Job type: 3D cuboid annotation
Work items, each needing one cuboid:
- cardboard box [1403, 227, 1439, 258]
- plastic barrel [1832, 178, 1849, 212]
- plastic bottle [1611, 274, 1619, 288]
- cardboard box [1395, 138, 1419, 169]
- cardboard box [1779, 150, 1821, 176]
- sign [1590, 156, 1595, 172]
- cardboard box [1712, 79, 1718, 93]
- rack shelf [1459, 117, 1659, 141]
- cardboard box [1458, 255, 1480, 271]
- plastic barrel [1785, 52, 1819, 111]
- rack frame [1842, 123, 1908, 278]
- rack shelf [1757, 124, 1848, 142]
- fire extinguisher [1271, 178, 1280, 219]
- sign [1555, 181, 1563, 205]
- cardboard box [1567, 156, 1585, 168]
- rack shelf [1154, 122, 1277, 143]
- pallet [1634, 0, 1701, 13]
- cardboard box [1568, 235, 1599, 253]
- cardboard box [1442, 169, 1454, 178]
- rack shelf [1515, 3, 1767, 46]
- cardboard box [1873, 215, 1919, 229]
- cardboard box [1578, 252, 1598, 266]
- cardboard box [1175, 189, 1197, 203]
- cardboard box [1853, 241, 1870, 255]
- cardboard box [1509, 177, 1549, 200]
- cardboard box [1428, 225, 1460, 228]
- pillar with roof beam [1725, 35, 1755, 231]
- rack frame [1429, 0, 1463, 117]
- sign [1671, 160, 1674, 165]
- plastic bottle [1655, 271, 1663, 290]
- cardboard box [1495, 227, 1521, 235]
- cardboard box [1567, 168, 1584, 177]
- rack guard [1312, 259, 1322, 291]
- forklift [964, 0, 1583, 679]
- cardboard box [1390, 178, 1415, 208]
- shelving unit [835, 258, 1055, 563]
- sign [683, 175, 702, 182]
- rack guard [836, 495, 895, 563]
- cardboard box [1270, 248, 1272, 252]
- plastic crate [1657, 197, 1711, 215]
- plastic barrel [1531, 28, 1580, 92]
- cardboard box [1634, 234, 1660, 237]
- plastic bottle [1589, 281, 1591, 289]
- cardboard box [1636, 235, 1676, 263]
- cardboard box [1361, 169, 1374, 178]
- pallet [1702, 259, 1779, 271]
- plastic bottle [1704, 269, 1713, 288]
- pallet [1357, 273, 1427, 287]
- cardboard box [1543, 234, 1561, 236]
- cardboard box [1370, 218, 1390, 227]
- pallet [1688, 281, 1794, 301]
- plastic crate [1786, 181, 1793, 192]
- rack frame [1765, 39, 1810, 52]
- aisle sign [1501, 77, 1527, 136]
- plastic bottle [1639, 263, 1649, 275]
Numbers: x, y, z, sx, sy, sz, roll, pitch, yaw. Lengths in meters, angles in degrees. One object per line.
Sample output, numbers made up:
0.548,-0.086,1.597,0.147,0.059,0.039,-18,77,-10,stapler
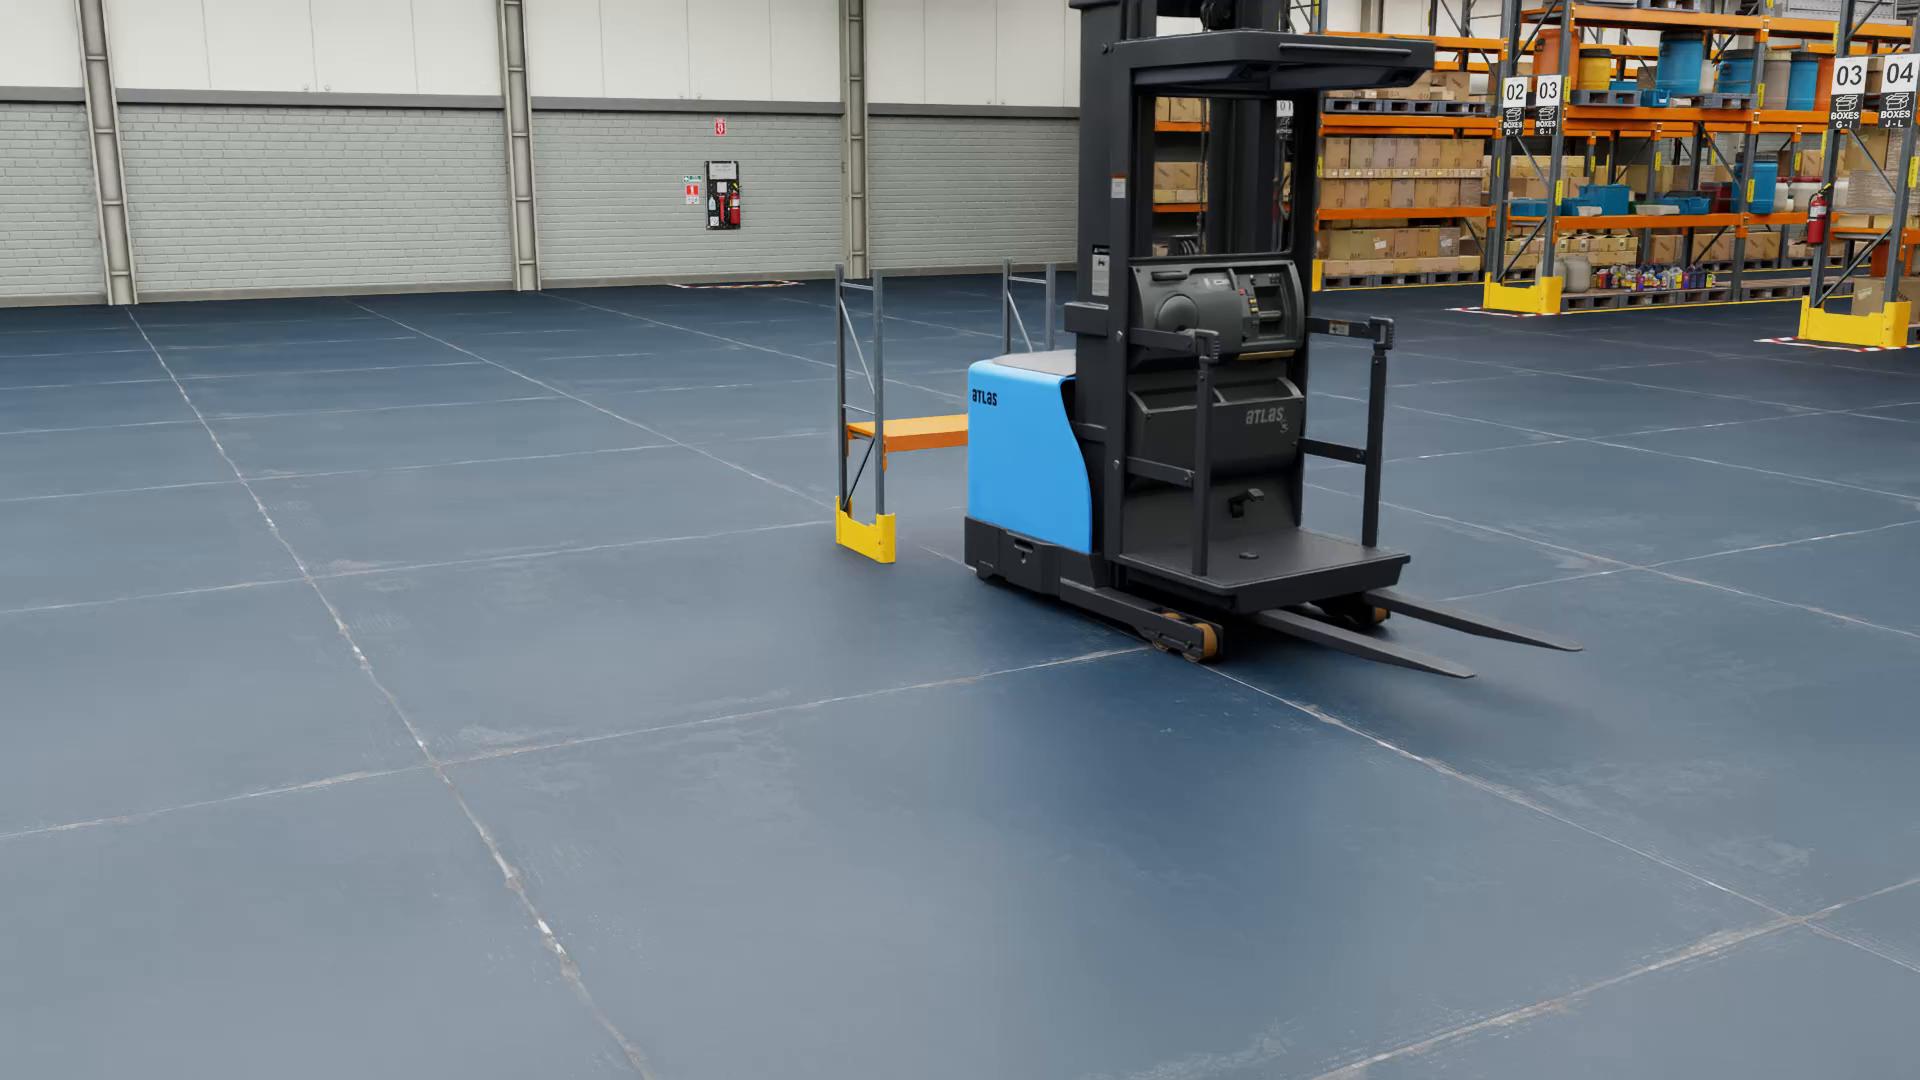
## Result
7.879,-5.123,28.639,0.500,0.500,0.500,-7,14,-28,cardboard box
13.774,-5.415,26.084,0.421,0.512,0.421,0,13,0,plastic barrel
9.757,-3.853,24.771,0.097,0.201,0.097,0,13,0,plastic bottle
7.355,-6.564,28.261,0.500,0.500,0.700,-7,14,-28,cardboard box
16.633,-7.462,32.929,0.500,0.500,0.500,-6,14,-26,cardboard box
13.977,-8.307,36.732,0.005,0.325,0.100,-7,14,-28,sign
14.438,-8.516,31.875,0.600,0.600,0.600,-7,15,-30,cardboard box
10.819,-7.411,30.015,4.000,0.370,1.077,-7,14,-28,rack shelf
8.761,-4.861,29.183,0.500,0.250,0.500,-7,14,-28,cardboard box
12.924,-7.074,25.738,0.708,0.901,0.600,-7,14,-28,plastic barrel
14.944,-5.554,26.957,0.127,3.000,1.000,-7,14,-28,rack frame
17.840,-8.253,33.755,4.000,0.370,1.077,-7,14,-28,rack shelf
5.226,-5.707,27.812,0.183,0.674,0.296,-7,14,-28,fire extinguisher
8.182,-4.741,22.714,0.005,0.325,0.100,-7,14,-28,sign
13.421,-8.355,36.745,0.500,0.250,0.500,-6,14,-26,cardboard box
4.931,-7.945,32.386,4.000,0.370,1.077,-7,14,-28,rack shelf
9.651,-7.552,23.510,1.213,0.211,1.003,-7,14,-28,pallet
11.335,-5.435,30.457,0.500,0.311,0.500,-7,14,-28,cardboard box
8.250,-6.302,28.576,0.250,0.149,0.380,-7,14,-28,cardboard box
9.678,-7.304,23.617,4.000,0.370,1.077,-7,14,-28,rack shelf
10.660,-3.620,18.933,0.250,0.149,0.380,-7,14,-28,cardboard box
11.336,-5.163,30.525,0.500,0.250,0.500,-6,14,-27,cardboard box
4.205,-6.606,31.926,0.500,0.250,0.500,-7,15,-30,cardboard box
18.389,-6.025,34.310,0.500,0.250,0.500,-7,14,-28,cardboard box
10.207,-6.270,29.911,0.500,0.500,0.500,-6,14,-24,cardboard box
8.506,-5.329,29.555,0.500,0.500,0.500,-7,14,-28,cardboard box
21.237,-10.853,36.838,0.400,9.000,9.100,-7,14,-28,pillar with roof beam
10.197,-10.390,34.782,0.127,3.000,1.000,-7,14,-28,rack frame
16.958,-8.874,39.555,0.005,0.325,0.100,-7,14,-28,sign
10.230,-3.795,24.351,0.097,0.271,0.097,0,13,0,plastic bottle
11.678,-6.763,36.266,0.750,0.750,0.750,-7,14,-28,cardboard box
13.424,-7.991,36.833,0.500,0.500,0.500,-7,15,-29,cardboard box
5.531,-4.446,27.724,0.348,0.500,1.175,-7,14,-28,rack guard
1.249,-1.042,7.063,1.130,2.935,3.031,-8,15,-32,forklift
7.326,-5.926,28.383,0.500,0.500,0.700,-6,14,-26,cardboard box
-0.067,-0.724,8.909,1.083,1.500,0.587,-7,14,-28,shelving unit
-4.605,-6.215,28.604,0.331,0.109,0.001,-7,14,-28,sign
-0.504,-0.062,8.813,0.087,0.250,0.587,-7,14,-28,rack guard
6.231,-5.813,33.558,0.250,0.166,0.380,-9,16,-35,cardboard box
10.592,-4.892,24.354,0.616,0.251,0.499,-7,14,-28,plastic crate
8.288,-6.666,23.131,0.708,0.830,0.600,-7,14,-28,plastic barrel
13.283,-5.648,32.065,0.500,0.500,0.500,-6,14,-26,cardboard box
9.324,-3.840,24.710,0.097,0.201,0.097,0,13,0,plastic bottle
13.111,-5.497,31.395,0.500,0.500,0.500,-6,14,-25,cardboard box
6.672,-6.113,27.735,0.250,0.149,0.380,-7,14,-29,cardboard box
15.389,-5.477,32.964,1.213,0.211,1.003,-7,14,-28,pallet
11.169,-3.909,24.830,0.133,0.283,0.061,-6,14,-25,plastic bottle
7.273,-4.523,28.727,1.213,0.211,1.003,-7,14,-28,pallet
11.068,-5.538,30.912,0.500,0.311,0.500,-7,15,-29,cardboard box
8.611,-6.636,34.746,0.500,0.250,0.500,-7,14,-28,cardboard box
12.104,-3.863,25.794,1.213,0.211,1.003,-7,14,-28,pallet
13.379,-5.474,26.457,0.583,0.464,0.402,-7,14,-28,plastic crate
16.085,-9.857,32.412,0.127,3.000,1.000,-7,14,-28,rack frame
7.717,-6.031,23.153,0.004,0.787,0.394,-7,14,-28,aisle sign
10.360,-4.031,25.220,0.185,0.351,0.144,-8,15,-30,plastic bottle
